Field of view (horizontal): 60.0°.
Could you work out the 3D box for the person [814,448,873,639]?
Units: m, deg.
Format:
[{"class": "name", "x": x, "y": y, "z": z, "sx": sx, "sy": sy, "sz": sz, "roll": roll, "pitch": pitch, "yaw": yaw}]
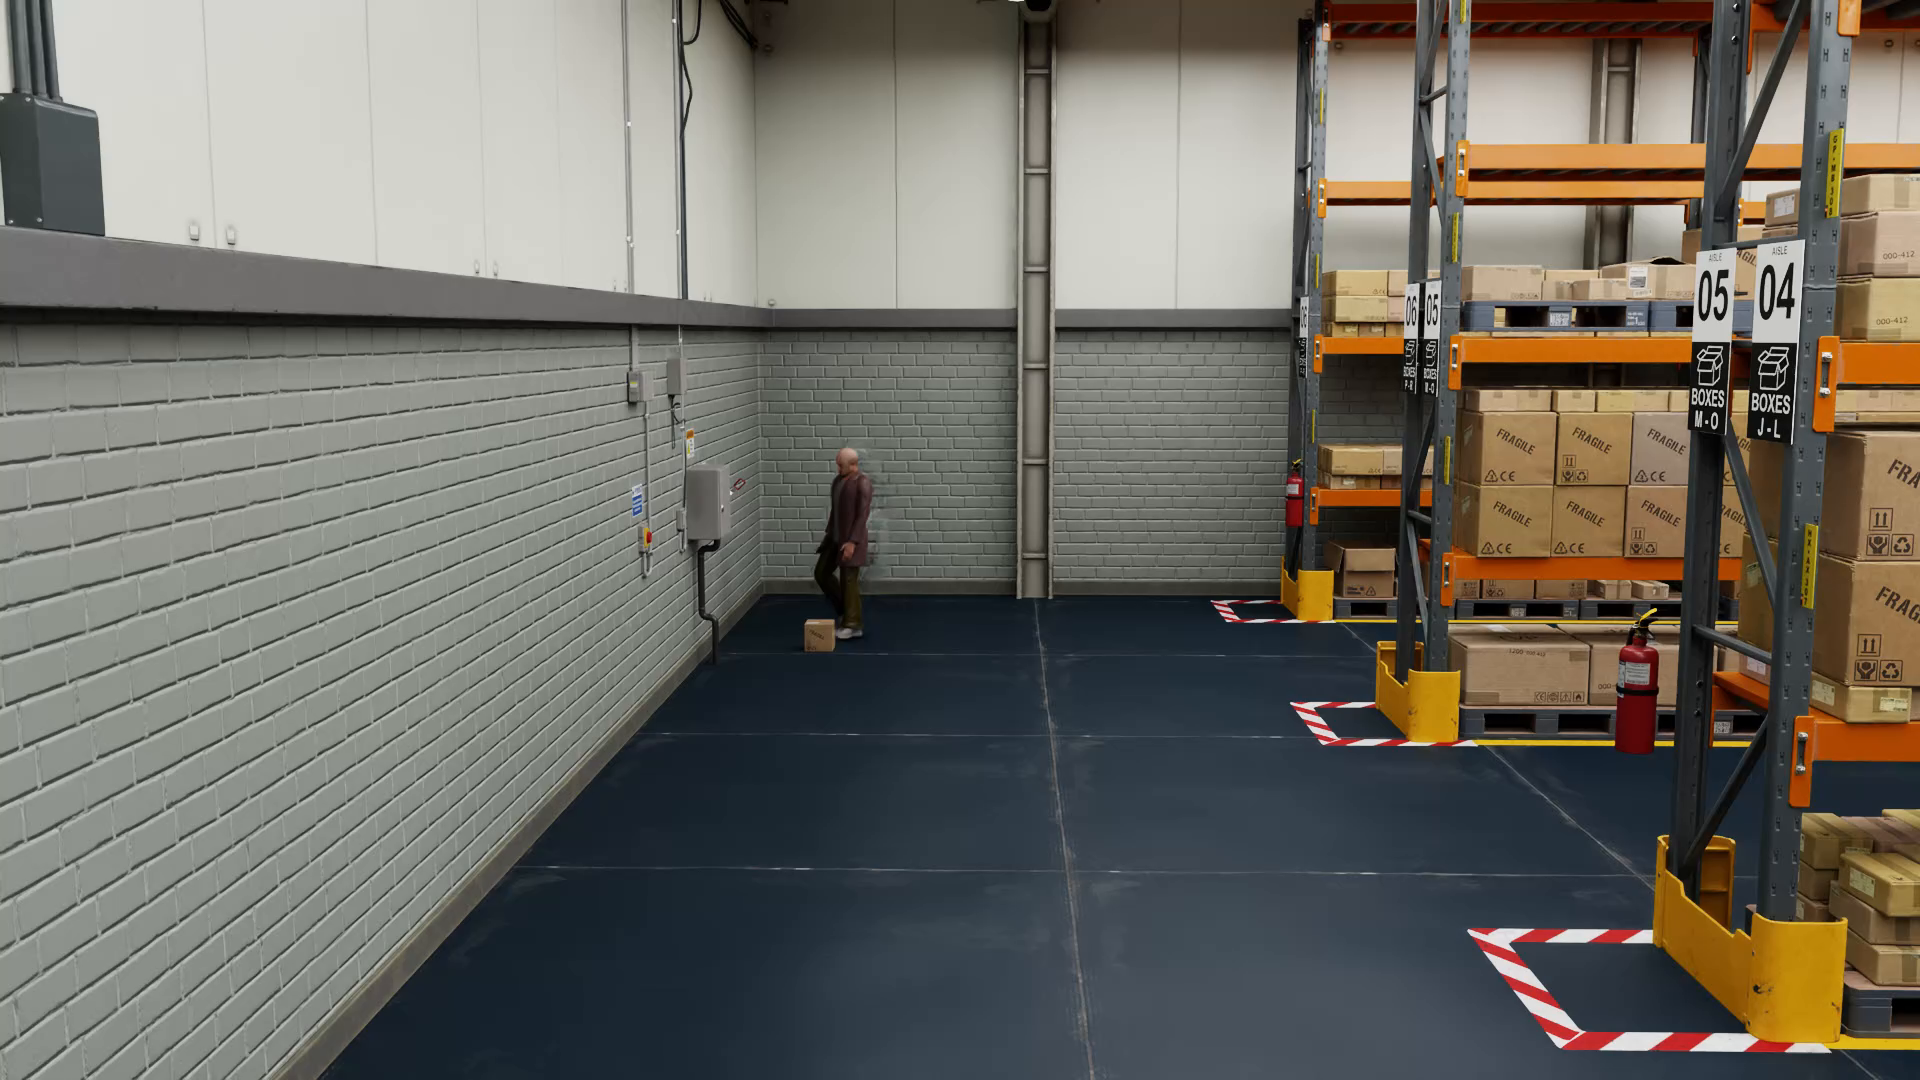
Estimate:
[{"class": "person", "x": -1.063, "y": 0.030, "z": 15.532, "sx": 0.515, "sy": 1.789, "sz": 0.620, "roll": -5, "pitch": 9, "yaw": -37}]
